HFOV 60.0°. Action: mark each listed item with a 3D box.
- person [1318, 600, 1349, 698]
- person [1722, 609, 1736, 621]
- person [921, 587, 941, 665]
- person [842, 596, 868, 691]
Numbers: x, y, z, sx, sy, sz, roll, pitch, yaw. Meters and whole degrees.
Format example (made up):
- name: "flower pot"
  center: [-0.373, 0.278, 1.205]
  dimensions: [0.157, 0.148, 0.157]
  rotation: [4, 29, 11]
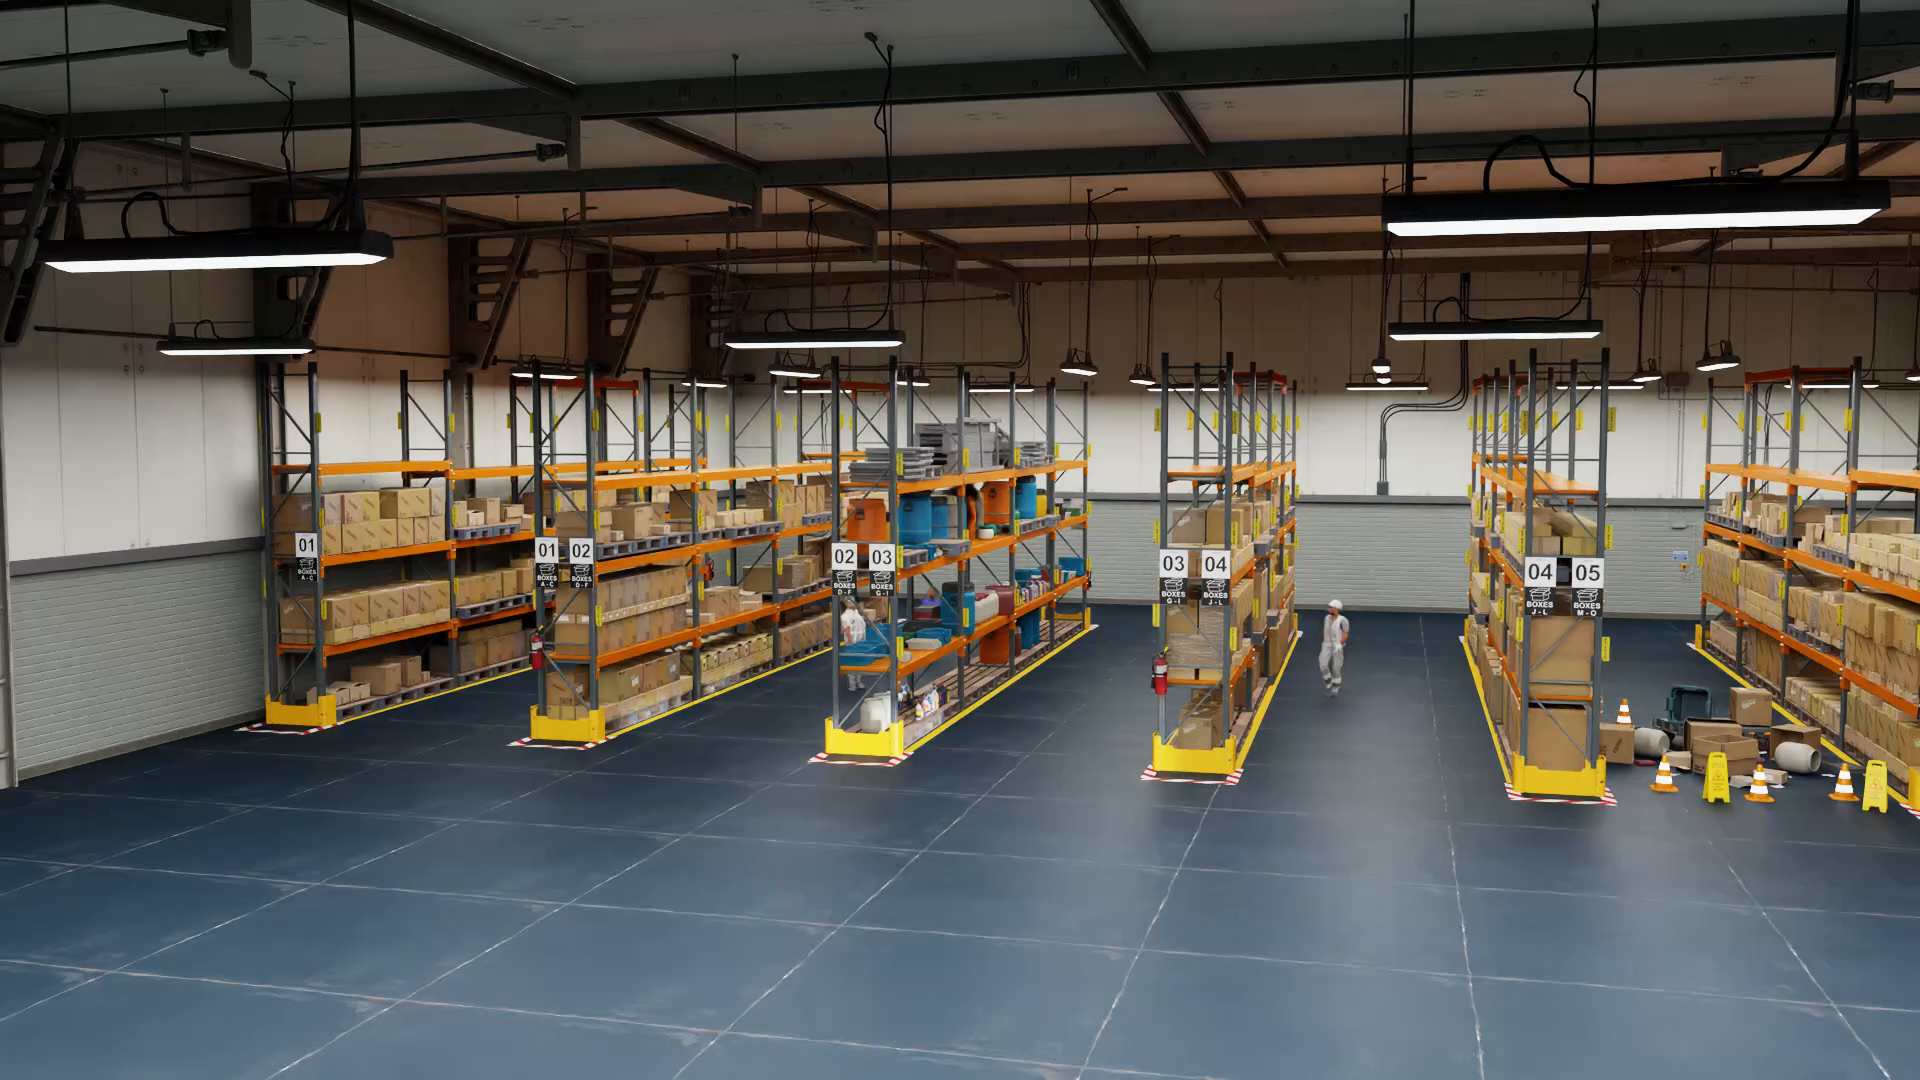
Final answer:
- name: "person"
  center: [6.804, 1.988, 30.262]
  dimensions: [0.525, 1.793, 0.660]
  rotation: [2, 4, 24]
- name: "person"
  center: [18.322, 1.395, 39.194]
  dimensions: [0.856, 1.686, 0.570]
  rotation: [1, 4, 7]
- name: "person"
  center: [-0.587, 1.782, 34.565]
  dimensions: [0.508, 1.598, 0.980]
  rotation: [2, 5, 27]
- name: "person"
  center: [-1.954, 1.952, 31.359]
  dimensions: [0.529, 1.857, 0.575]
  rotation: [4, 5, 42]
